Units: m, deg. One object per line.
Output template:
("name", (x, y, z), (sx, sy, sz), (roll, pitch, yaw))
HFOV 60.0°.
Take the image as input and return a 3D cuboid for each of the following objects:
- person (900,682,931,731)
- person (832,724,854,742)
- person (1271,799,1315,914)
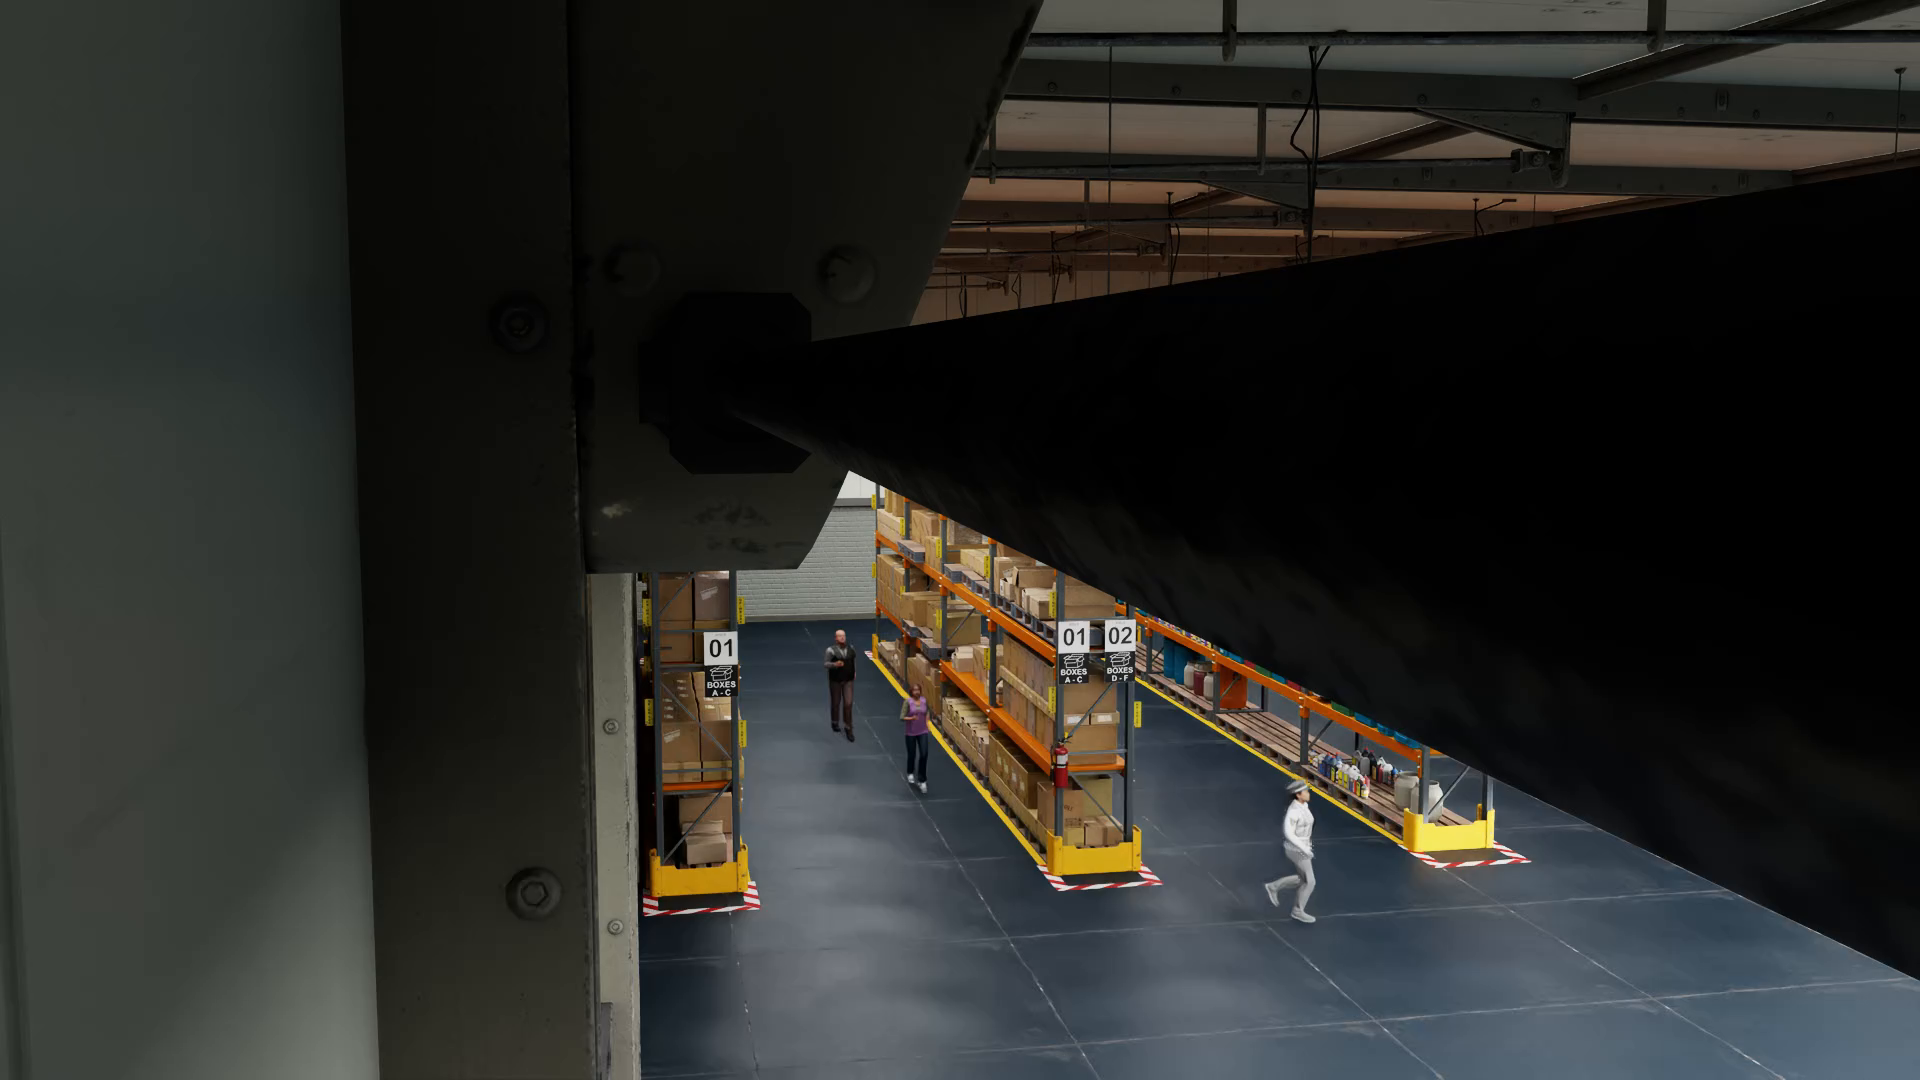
("person", (-0.650, 2.527, 24.958), (0.520, 0.769, 0.581), (-1, 6, -12))
("person", (-1.938, 3.131, 27.515), (0.272, 0.323, 0.625), (-2, 6, -18))
("person", (3.837, 3.636, 19.163), (0.535, 1.337, 0.647), (2, 6, 18))
